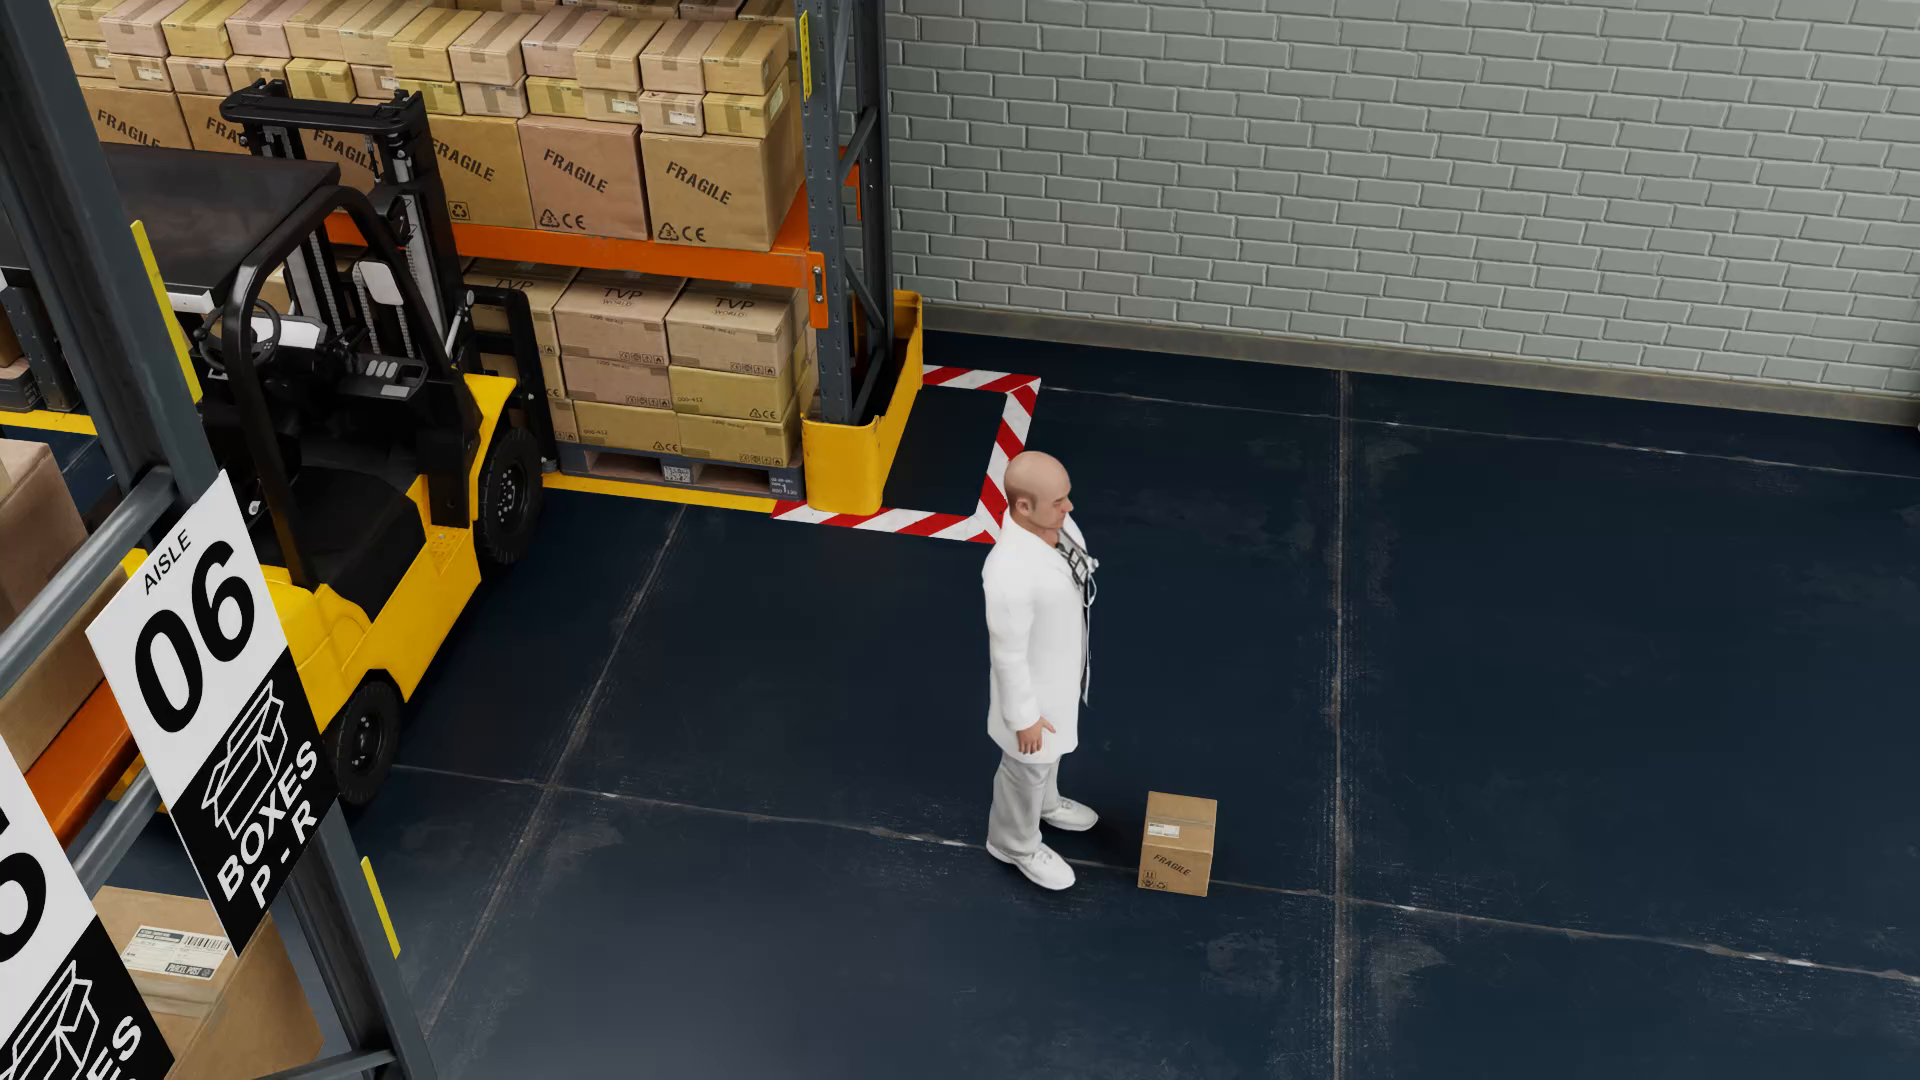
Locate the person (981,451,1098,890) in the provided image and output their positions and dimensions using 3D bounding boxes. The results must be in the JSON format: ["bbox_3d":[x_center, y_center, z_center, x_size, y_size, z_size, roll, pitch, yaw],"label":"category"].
[{"bbox_3d":[0.290,0.535,5.661,0.386,1.564,0.588,10,41,12],"label":"person"}]
